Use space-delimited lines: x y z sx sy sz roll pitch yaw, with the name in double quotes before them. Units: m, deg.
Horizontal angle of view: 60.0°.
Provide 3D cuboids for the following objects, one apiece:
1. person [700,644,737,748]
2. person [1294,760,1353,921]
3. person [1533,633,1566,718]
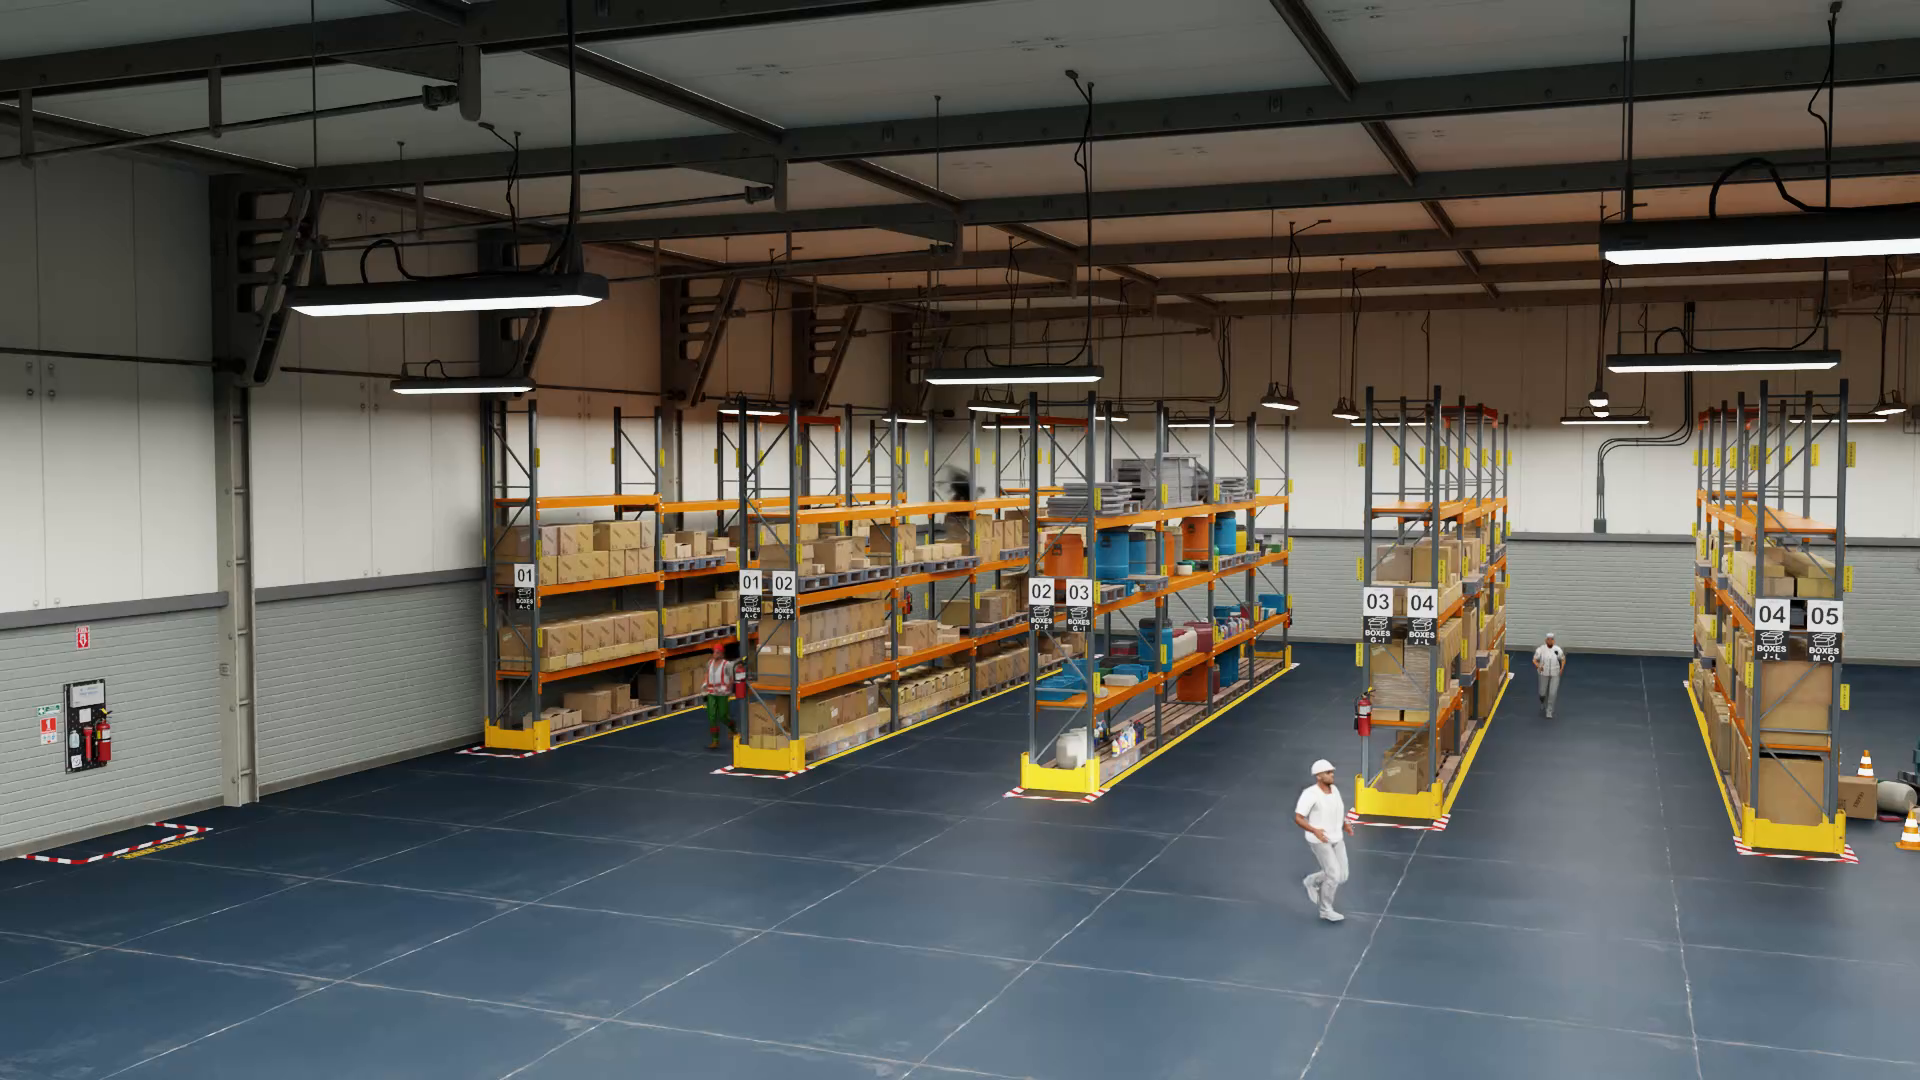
"person" -4.171 2.685 28.881 0.678 1.768 0.804 1 3 19
"person" 3.940 3.248 18.098 0.700 1.719 0.625 -2 4 -38
"person" 11.390 2.606 32.138 0.607 1.624 0.608 1 3 16
